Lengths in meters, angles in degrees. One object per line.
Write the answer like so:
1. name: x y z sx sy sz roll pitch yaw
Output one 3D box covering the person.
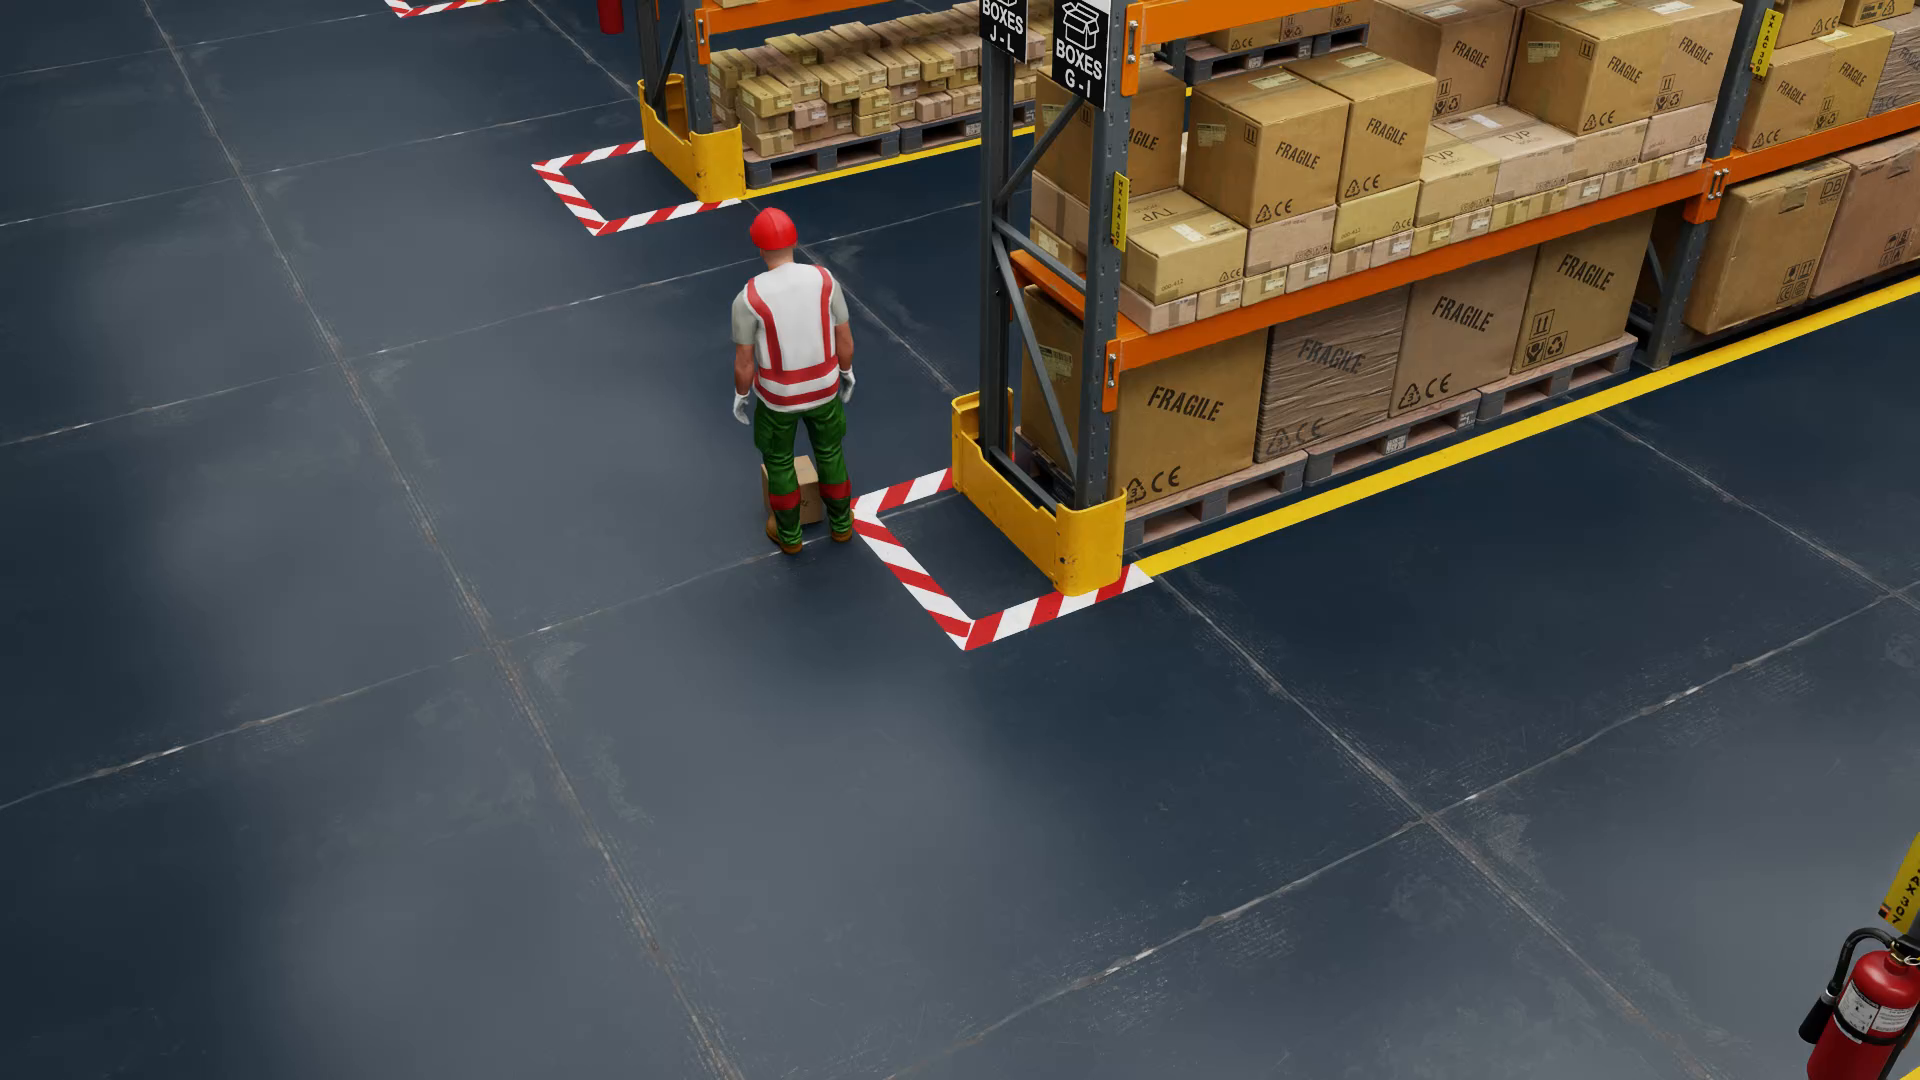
1. person: -0.788 -0.729 7.903 0.615 1.778 0.453 -14 39 -18
